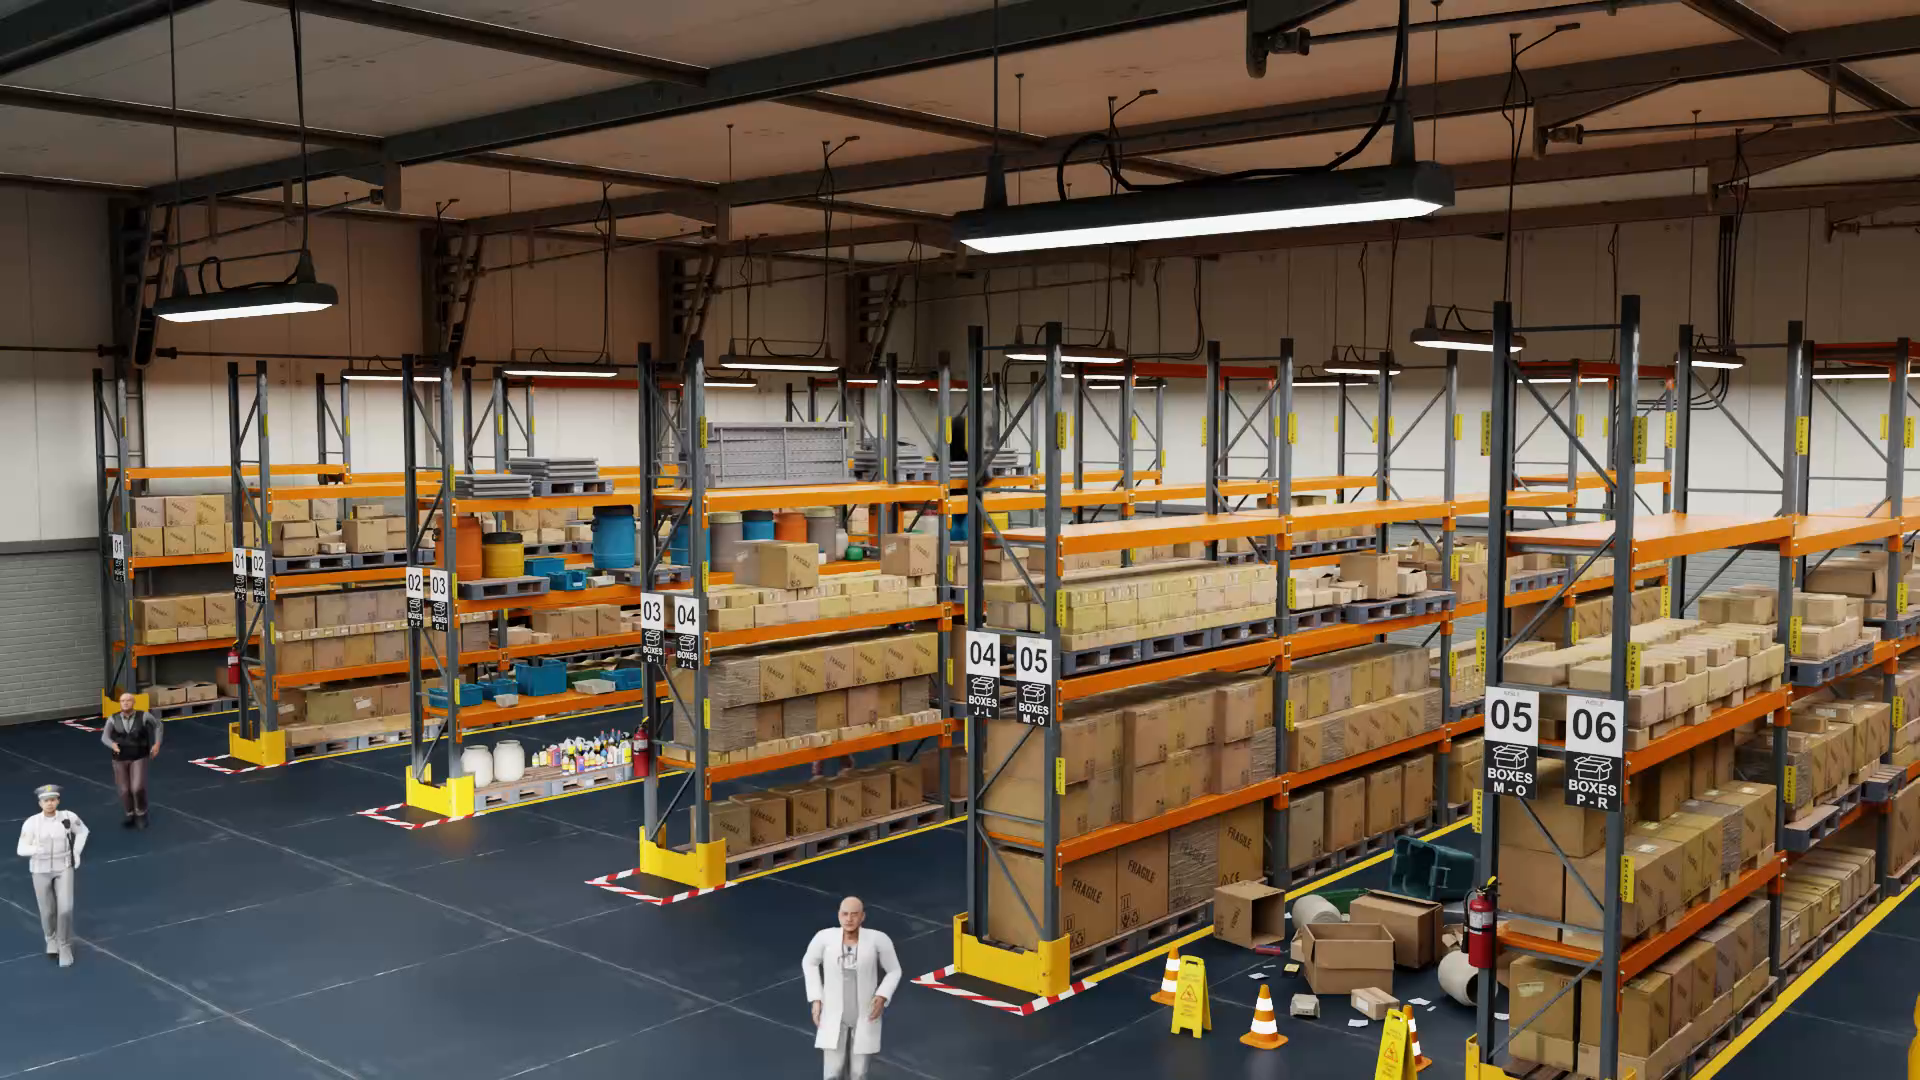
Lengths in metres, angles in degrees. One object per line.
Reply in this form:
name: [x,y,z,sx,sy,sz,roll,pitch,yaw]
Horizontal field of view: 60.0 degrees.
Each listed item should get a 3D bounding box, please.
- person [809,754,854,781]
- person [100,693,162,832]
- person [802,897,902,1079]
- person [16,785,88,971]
person: [-1.838,2.596,23.522,0.580,1.678,0.907,3,5,36]
person: [-10.388,2.795,20.845,0.671,1.783,0.733,-1,4,-17]
person: [-0.773,3.418,11.835,0.717,1.747,0.645,0,4,-2]
person: [-8.561,3.164,15.703,0.594,1.747,0.712,-2,5,-27]
